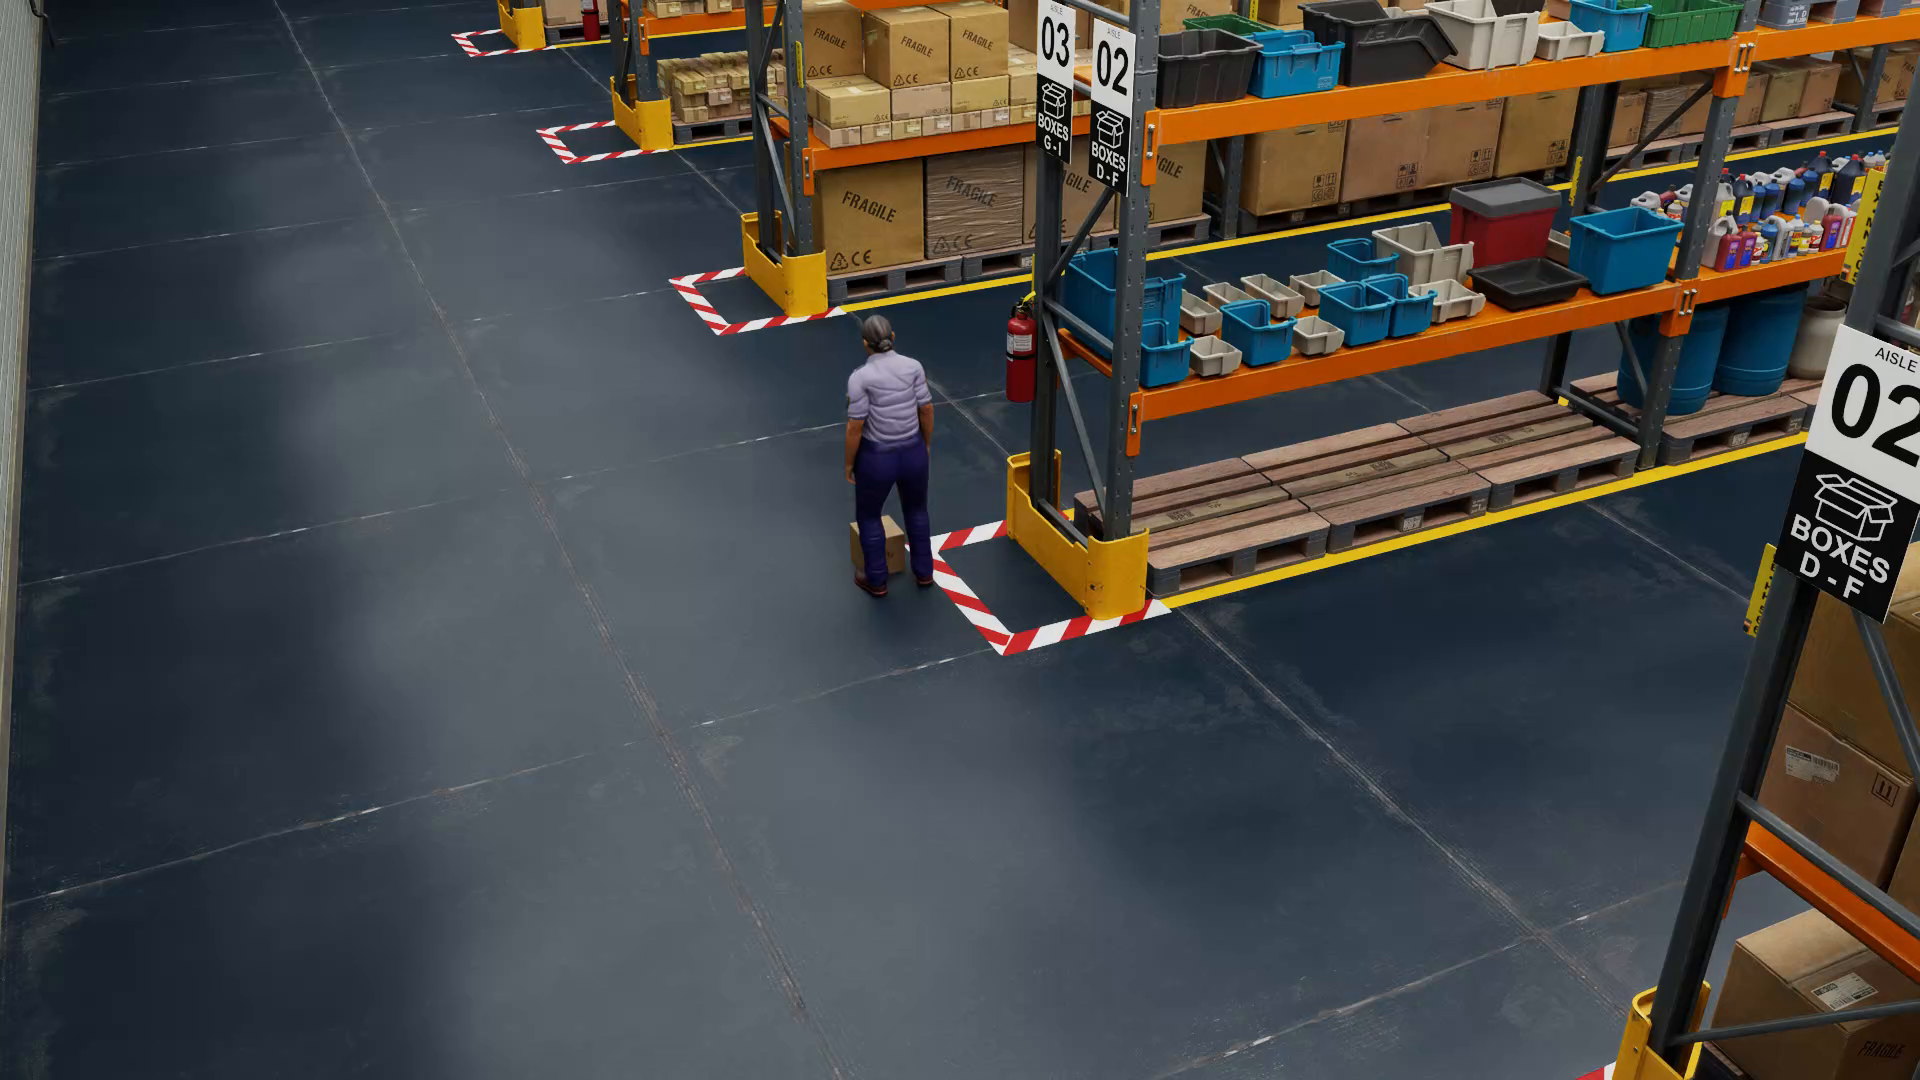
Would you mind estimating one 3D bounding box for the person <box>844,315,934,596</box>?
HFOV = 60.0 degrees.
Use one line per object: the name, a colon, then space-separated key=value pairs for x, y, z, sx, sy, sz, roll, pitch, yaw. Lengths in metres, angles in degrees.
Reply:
person: x=-0.385 y=-0.461 z=9.265 sx=0.559 sy=1.651 sz=0.374 roll=-13 pitch=32 yaw=-22
